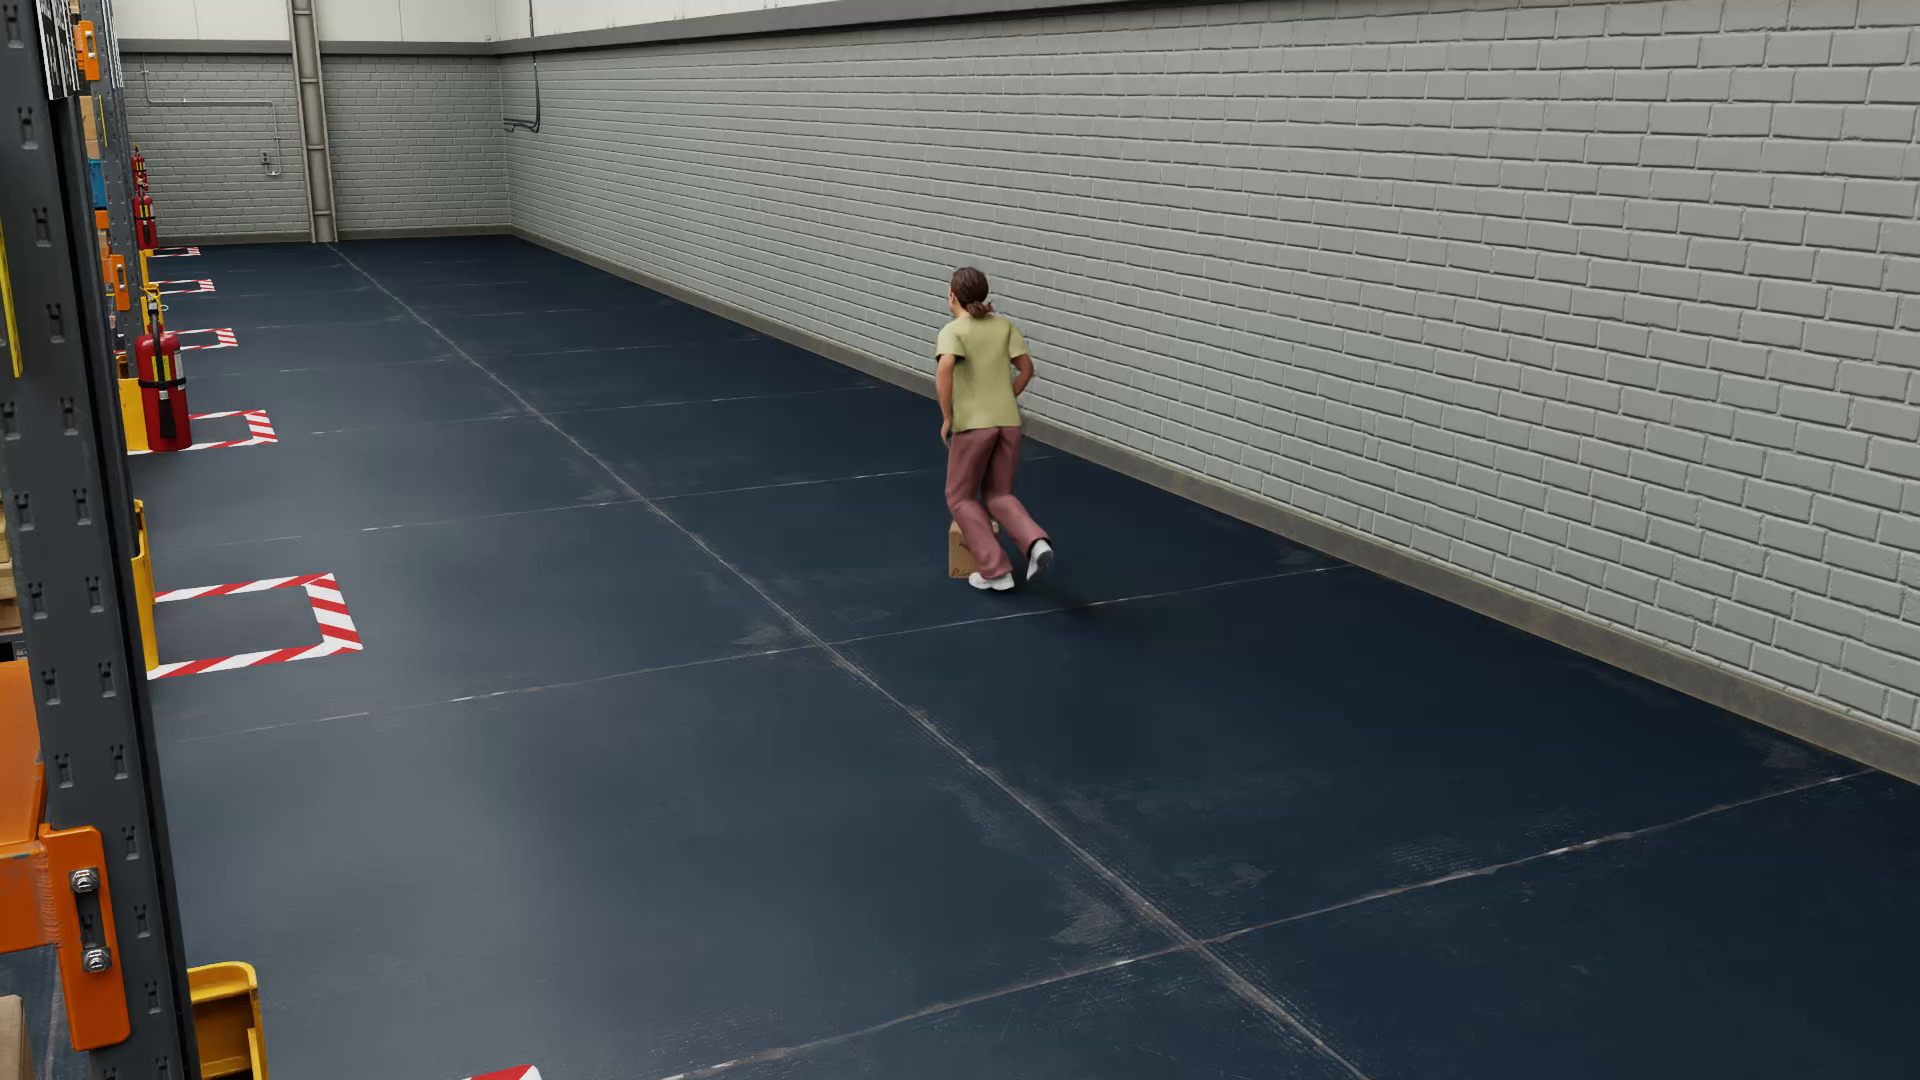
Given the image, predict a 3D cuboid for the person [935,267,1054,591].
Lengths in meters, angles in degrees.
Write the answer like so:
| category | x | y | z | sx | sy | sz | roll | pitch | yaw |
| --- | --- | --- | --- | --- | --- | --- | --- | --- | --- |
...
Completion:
| category | x | y | z | sx | sy | sz | roll | pitch | yaw |
| --- | --- | --- | --- | --- | --- | --- | --- | --- | --- |
| person | 0.158 | -0.504 | 8.063 | 0.585 | 1.581 | 0.752 | -9 | 18 | -30 |
